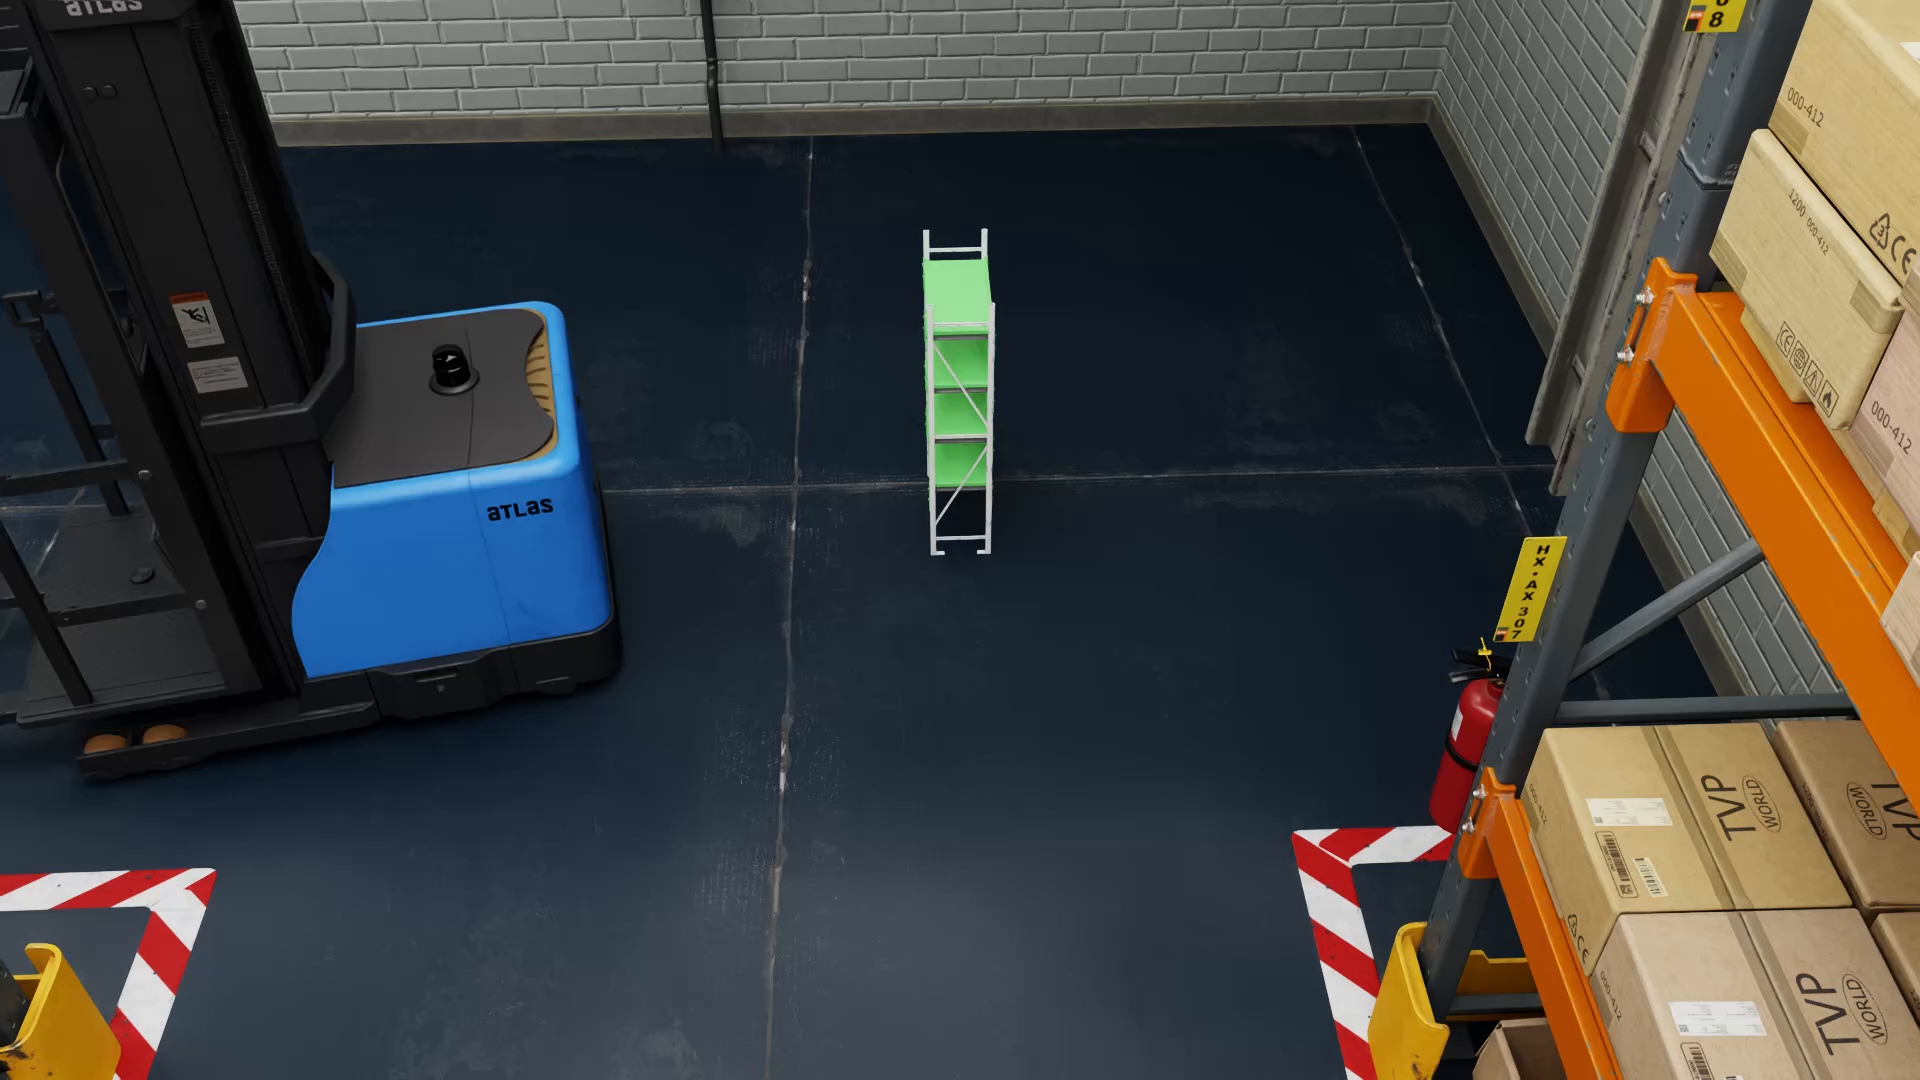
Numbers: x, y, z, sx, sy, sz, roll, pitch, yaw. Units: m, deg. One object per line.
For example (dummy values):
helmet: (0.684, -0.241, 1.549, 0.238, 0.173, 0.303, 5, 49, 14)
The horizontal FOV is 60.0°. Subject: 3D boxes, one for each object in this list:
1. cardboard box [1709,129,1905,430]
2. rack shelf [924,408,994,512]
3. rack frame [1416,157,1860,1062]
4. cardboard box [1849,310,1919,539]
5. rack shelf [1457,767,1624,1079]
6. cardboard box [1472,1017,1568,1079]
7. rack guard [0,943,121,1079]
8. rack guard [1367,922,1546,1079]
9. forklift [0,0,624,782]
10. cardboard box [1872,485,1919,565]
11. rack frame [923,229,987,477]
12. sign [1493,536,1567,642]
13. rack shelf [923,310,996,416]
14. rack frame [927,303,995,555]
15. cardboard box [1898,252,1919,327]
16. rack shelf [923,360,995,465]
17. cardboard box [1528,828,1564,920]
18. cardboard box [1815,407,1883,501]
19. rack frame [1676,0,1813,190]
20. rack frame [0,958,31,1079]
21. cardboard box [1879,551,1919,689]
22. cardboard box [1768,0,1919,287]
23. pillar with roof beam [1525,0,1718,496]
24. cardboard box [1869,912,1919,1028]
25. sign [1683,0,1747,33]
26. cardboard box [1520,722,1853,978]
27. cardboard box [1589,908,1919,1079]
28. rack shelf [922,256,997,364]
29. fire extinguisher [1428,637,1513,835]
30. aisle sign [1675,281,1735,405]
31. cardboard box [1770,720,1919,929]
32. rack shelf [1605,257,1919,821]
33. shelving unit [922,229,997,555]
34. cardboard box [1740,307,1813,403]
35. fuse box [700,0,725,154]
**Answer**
cardboard box: (1.579, -0.434, 2.675, 0.500, 0.250, 0.500, -2, 43, -2)
rack shelf: (-0.007, -0.330, 6.672, 0.258, 0.148, 0.480, -2, 43, -2)
rack frame: (1.834, 0.418, 4.074, 1.000, 3.000, 0.127, -2, 43, -2)
cardboard box: (1.622, -0.092, 2.301, 0.500, 0.250, 0.500, -1, 43, -1)
rack shelf: (1.919, 2.034, 2.844, 1.077, 0.370, 4.000, -2, 43, -2)
cardboard box: (1.765, 1.599, 4.322, 0.797, 0.503, 0.637, -3, 43, -3)
rack guard: (-3.126, 1.469, 4.778, 1.175, 0.500, 0.348, -2, 43, -2)
rack guard: (1.837, 1.391, 4.862, 1.175, 0.500, 0.348, -2, 43, -2)
forklift: (-2.821, -0.635, 5.274, 3.031, 2.935, 1.130, -9, 43, -10)
cardboard box: (1.646, -0.023, 2.521, 0.380, 0.149, 0.250, -1, 43, -2)
rack frame: (-0.017, -0.719, 6.646, 0.240, 1.200, 0.015, -2, 43, -2)
sign: (1.291, 0.115, 3.764, 0.100, 0.325, 0.005, -2, 43, -2)
rack shelf: (-0.007, -0.684, 6.348, 0.258, 0.148, 0.480, -2, 43, -2)
rack frame: (0.003, -0.389, 6.287, 0.240, 1.200, 0.015, -2, 43, -2)
cardboard box: (1.604, -0.275, 2.132, 0.500, 0.250, 0.500, -2, 43, -2)
rack shelf: (-0.007, -0.507, 6.510, 0.258, 0.148, 0.480, -2, 43, -2)
cardboard box: (1.573, 0.741, 3.908, 0.380, 0.149, 0.250, -2, 43, -2)
cardboard box: (1.652, -0.197, 2.711, 0.380, 0.149, 0.250, -1, 43, -1)
rack frame: (1.834, -1.793, 2.047, 1.000, 3.000, 0.127, -2, 43, -2)
rack frame: (-3.125, 0.563, 3.916, 1.000, 3.000, 0.127, -2, 43, -2)
cardboard box: (1.554, 0.148, 2.334, 0.380, 0.149, 0.250, -1, 43, -1)
cardboard box: (1.602, -0.619, 2.507, 0.500, 0.250, 0.500, -2, 43, -2)
pillar with roof beam: (-1.682, -3.516, 3.926, 9.100, 9.000, 0.400, -2, 43, -2)
cardboard box: (2.139, 1.015, 3.314, 0.500, 0.250, 0.500, -2, 43, -2)
sign: (1.291, -0.994, 2.748, 0.100, 0.325, 0.005, -2, 43, -2)
cardboard box: (1.584, 0.678, 3.681, 0.500, 0.250, 0.500, -1, 43, -2)
cardboard box: (1.605, 1.018, 3.310, 0.500, 0.250, 0.500, -1, 43, -1)
rack shelf: (-0.007, -0.861, 6.185, 0.258, 0.148, 0.480, -2, 43, -2)
fire extinguisher: (1.366, 0.498, 4.320, 0.296, 0.674, 0.183, -2, 43, -2)
aisle sign: (1.537, -0.578, 3.236, 0.394, 0.787, 0.004, -2, 43, -2)
cardboard box: (2.118, 0.667, 3.693, 0.500, 0.250, 0.500, 0, 43, -1)
rack shelf: (1.919, 0.928, 1.830, 1.077, 0.370, 4.000, -2, 43, -2)
shelving unit: (-0.007, -0.554, 6.467, 0.258, 1.200, 0.503, -2, 43, -2)
cardboard box: (1.615, -0.373, 2.903, 0.380, 0.149, 0.250, -1, 43, -1)
fuse box: (-1.283, -2.730, 8.461, 0.539, 1.711, 0.414, -2, 43, -2)
